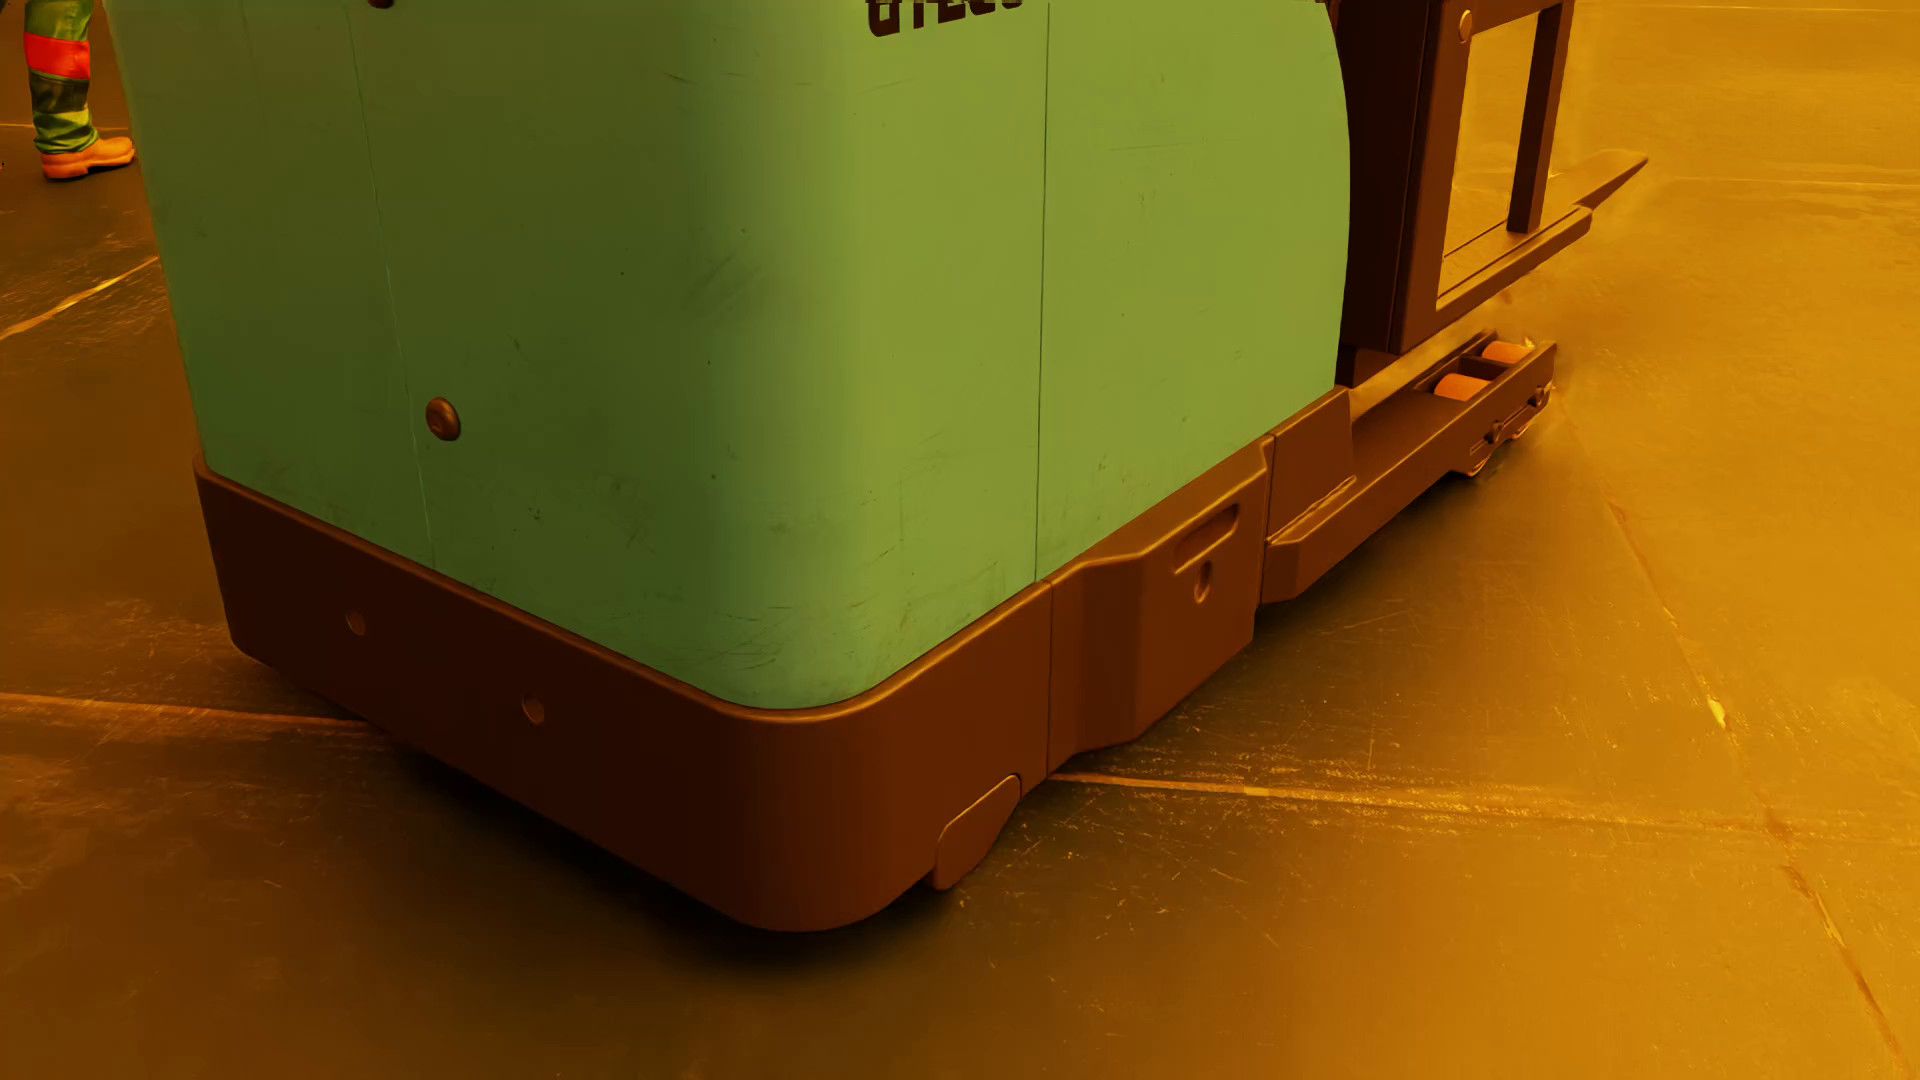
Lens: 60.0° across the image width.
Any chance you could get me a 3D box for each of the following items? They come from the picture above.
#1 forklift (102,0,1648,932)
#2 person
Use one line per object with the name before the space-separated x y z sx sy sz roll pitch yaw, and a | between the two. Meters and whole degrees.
forklift | 0.362 -1.533 2.289 1.130 2.935 3.031 19 32 33
person | -2.435 -1.745 4.123 0.784 1.722 0.675 9 28 17
